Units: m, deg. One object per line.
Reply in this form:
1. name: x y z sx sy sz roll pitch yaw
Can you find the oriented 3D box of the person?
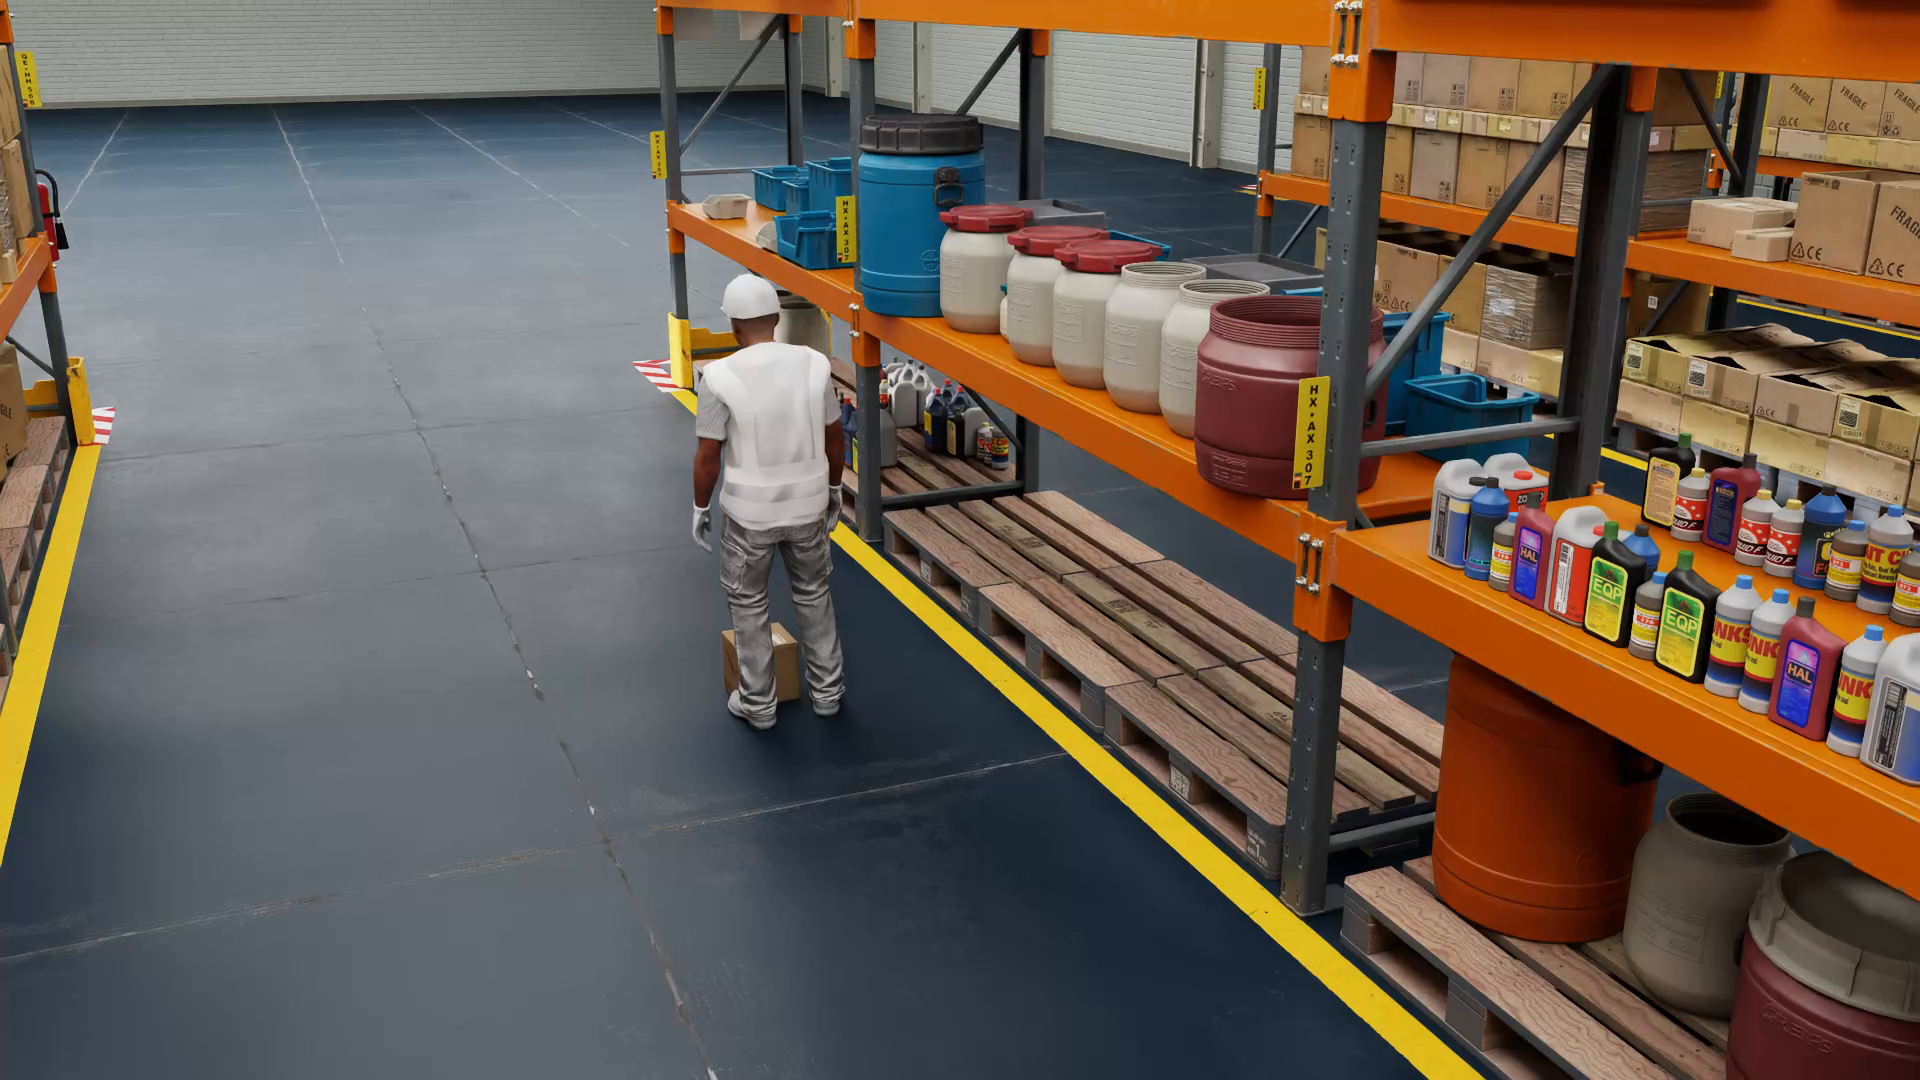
1. person: -0.736 -0.137 6.447 0.629 1.775 0.444 -9 21 -25
